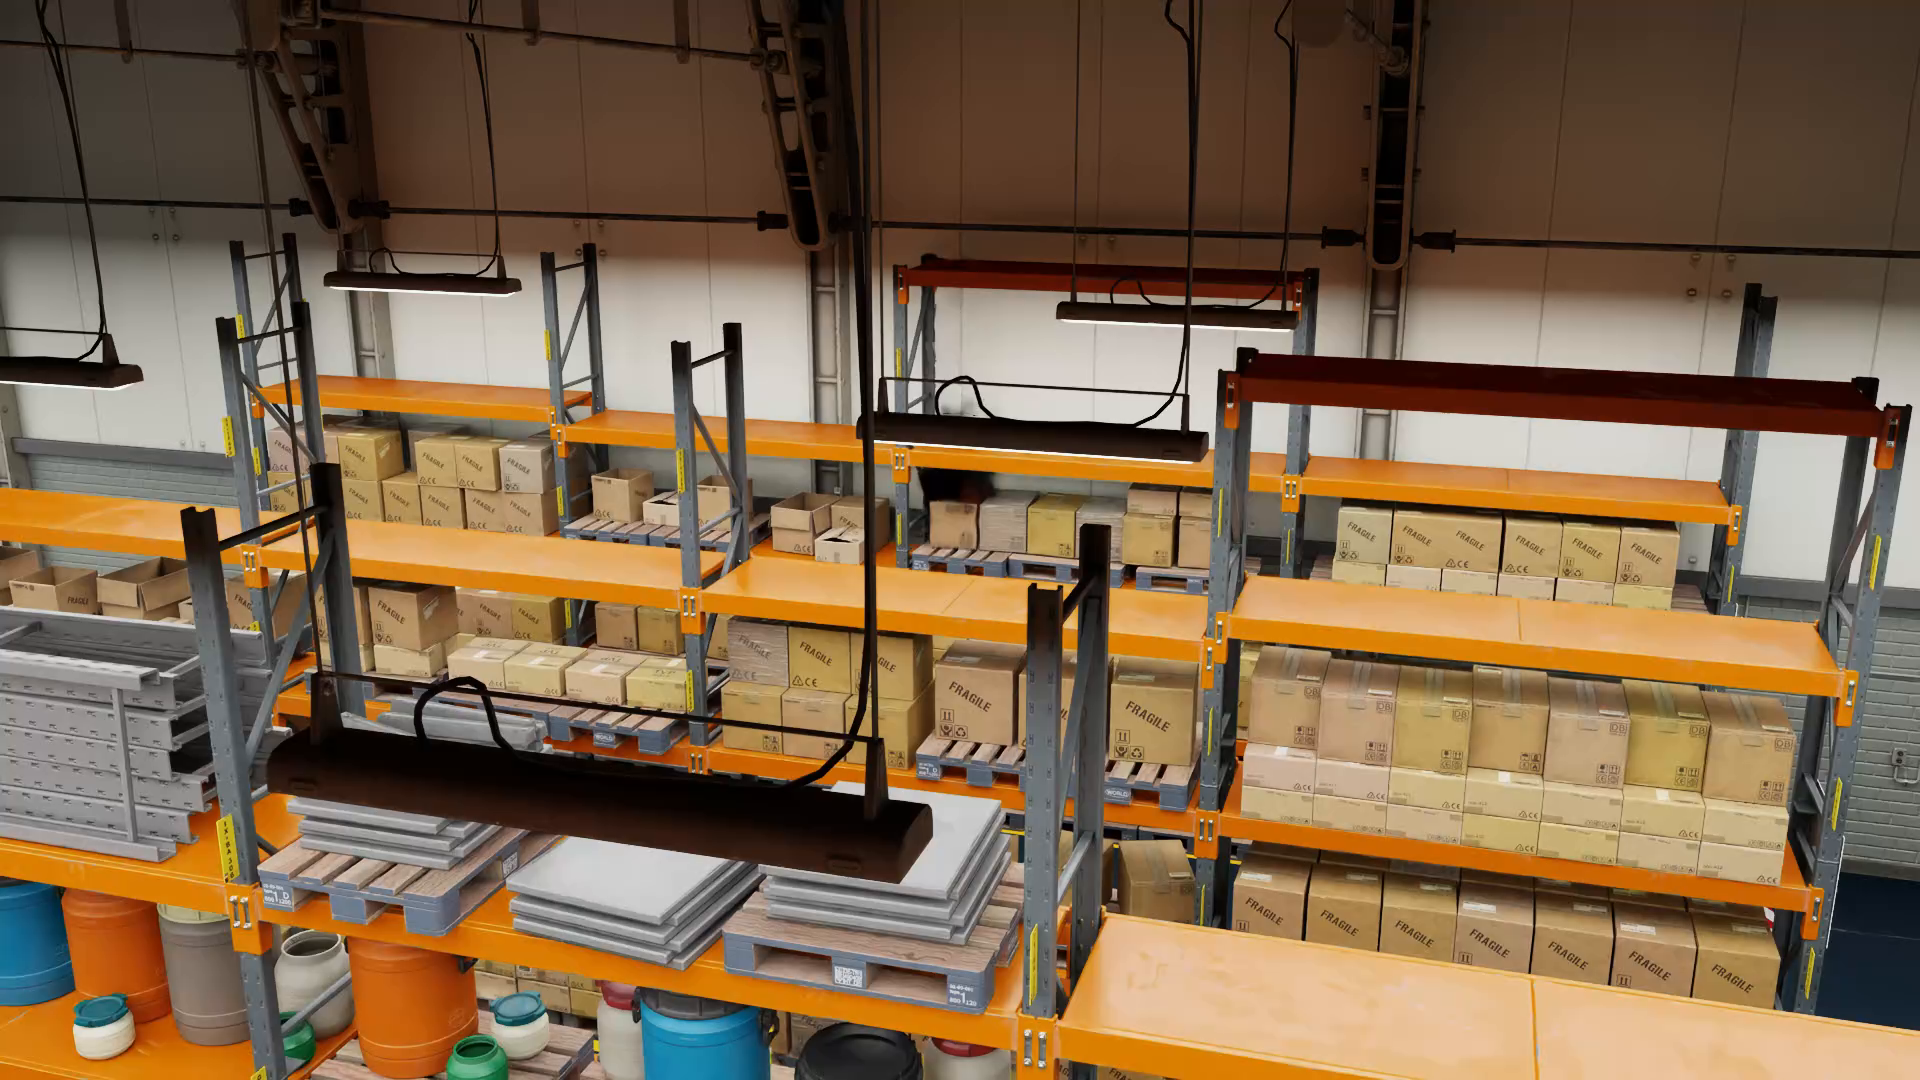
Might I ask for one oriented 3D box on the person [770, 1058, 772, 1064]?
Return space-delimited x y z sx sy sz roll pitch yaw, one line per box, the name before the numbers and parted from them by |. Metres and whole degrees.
person | -1.429 4.096 11.347 0.787 1.834 0.720 3 16 12
